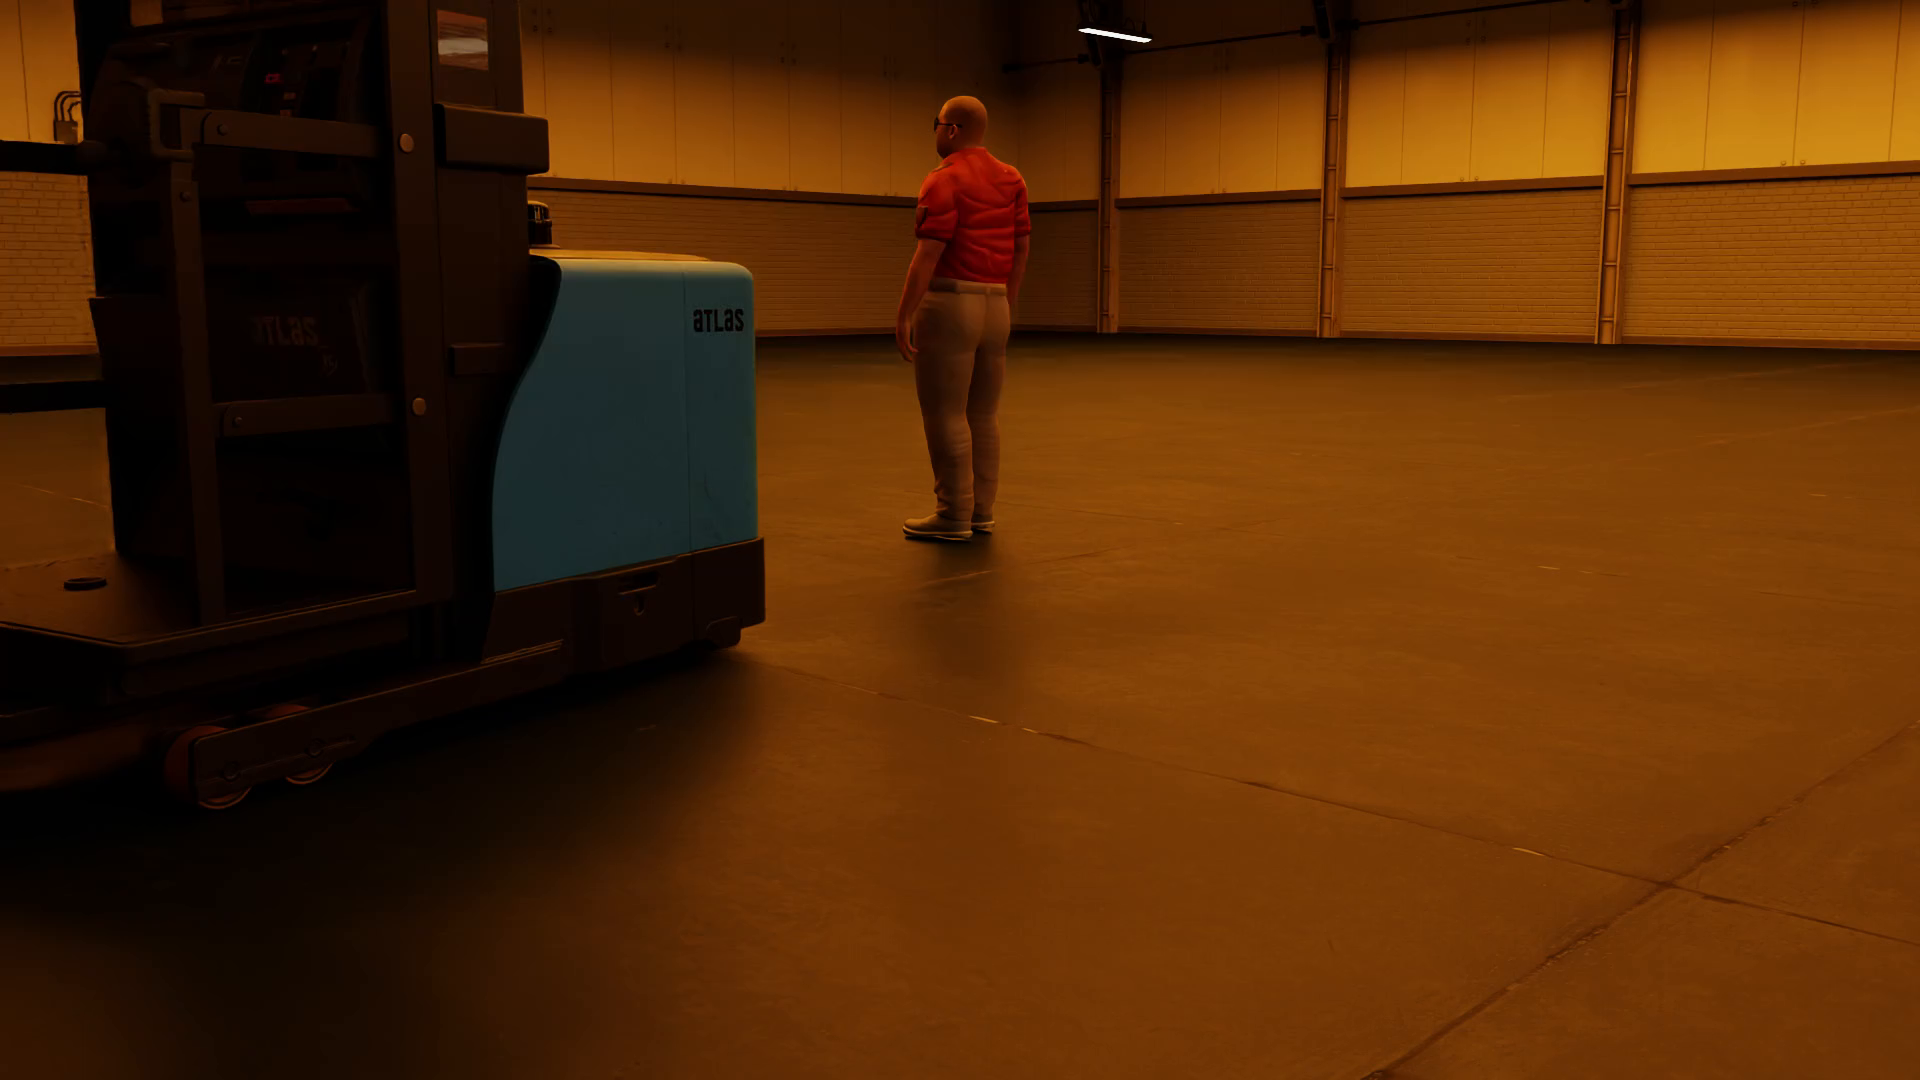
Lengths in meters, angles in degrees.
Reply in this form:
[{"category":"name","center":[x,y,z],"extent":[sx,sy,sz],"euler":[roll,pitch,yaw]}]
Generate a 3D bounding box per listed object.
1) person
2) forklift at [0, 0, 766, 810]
[{"category":"person","center":[-0.057,-0.873,6.657],"extent":[0.550,1.728,0.641],"euler":[8,12,43]},{"category":"forklift","center":[-1.742,-1.002,3.527],"extent":[1.130,2.935,3.031],"euler":[5,10,31]}]
